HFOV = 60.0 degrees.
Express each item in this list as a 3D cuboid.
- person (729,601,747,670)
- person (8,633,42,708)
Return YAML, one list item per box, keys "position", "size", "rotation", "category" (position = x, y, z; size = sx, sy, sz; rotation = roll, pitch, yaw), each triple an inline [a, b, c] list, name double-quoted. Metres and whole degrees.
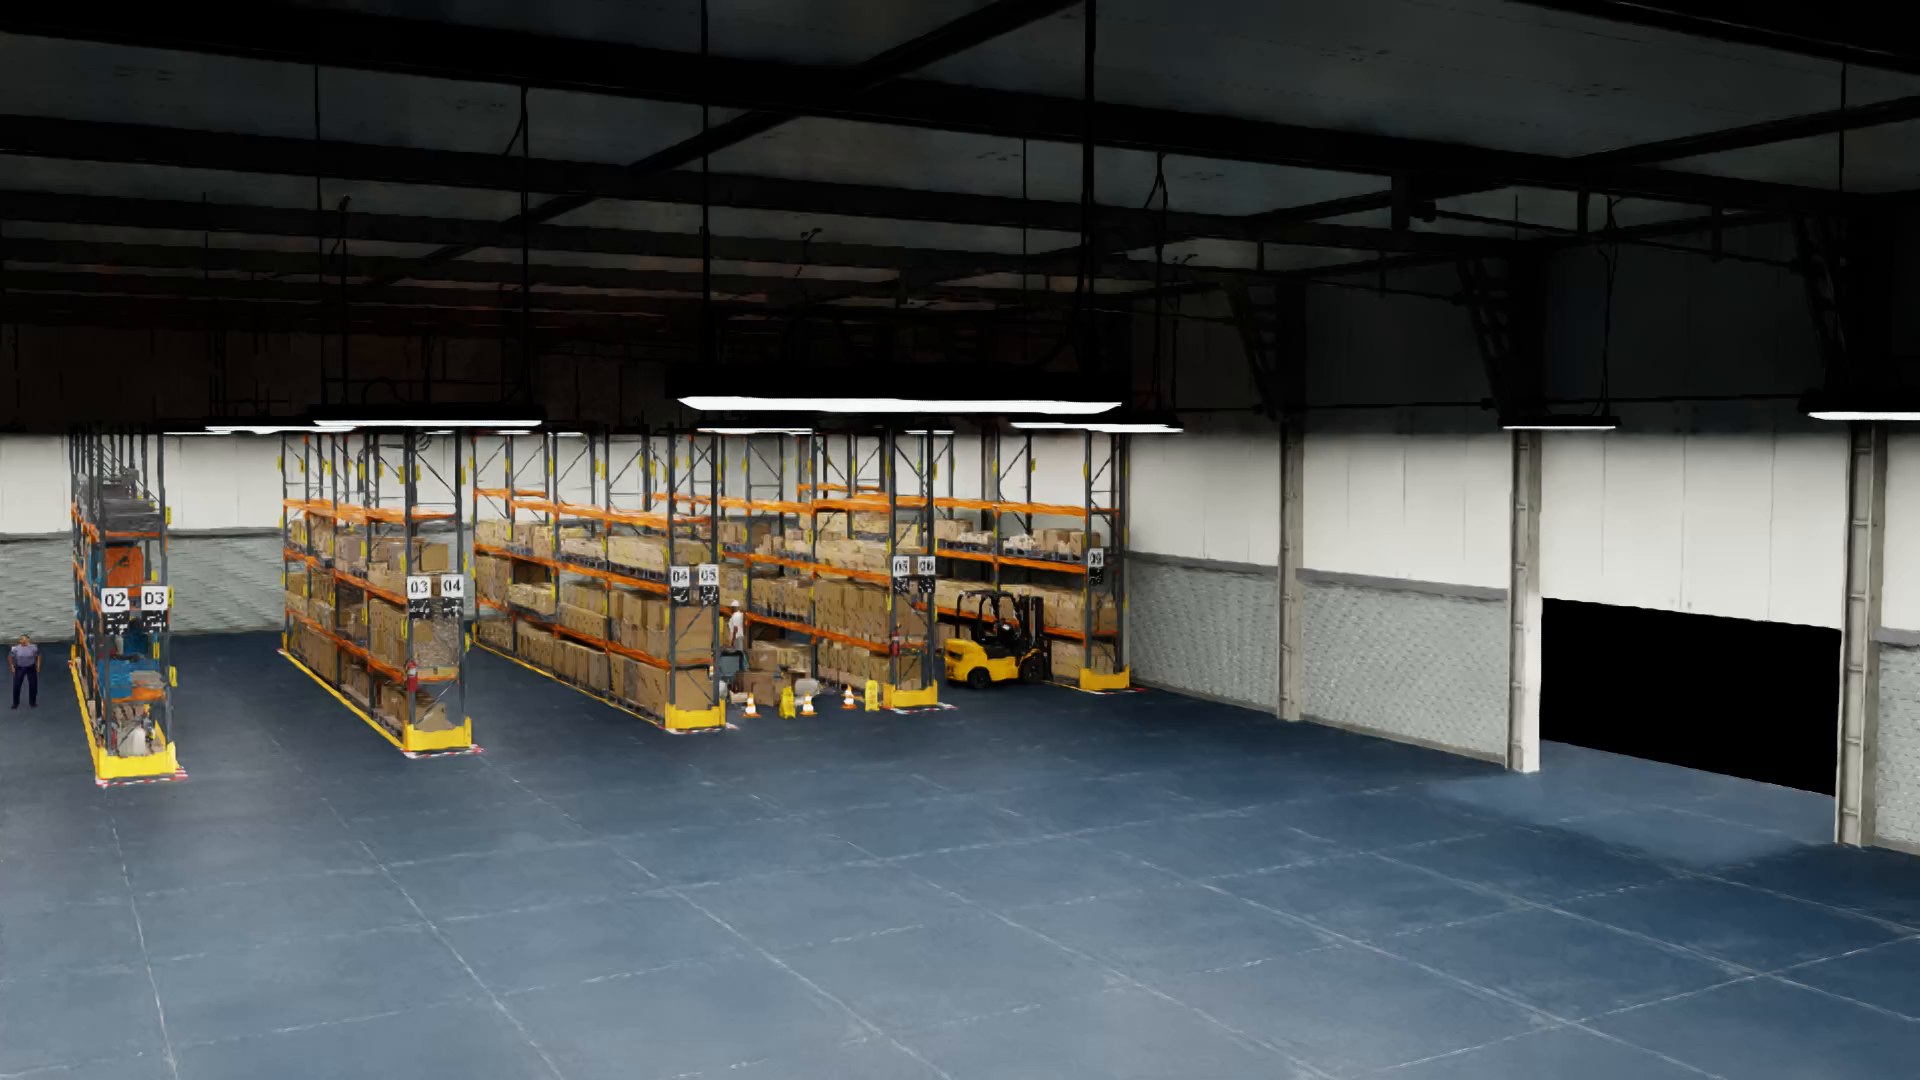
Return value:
- position: [-5.449, 2.342, 40.239]
  size: [0.585, 1.763, 0.682]
  rotation: [0, 4, -5]
  category: "person"
- position: [-19.785, 2.748, 35.190]
  size: [0.625, 1.574, 0.503]
  rotation: [-2, 4, -32]
  category: "person"
